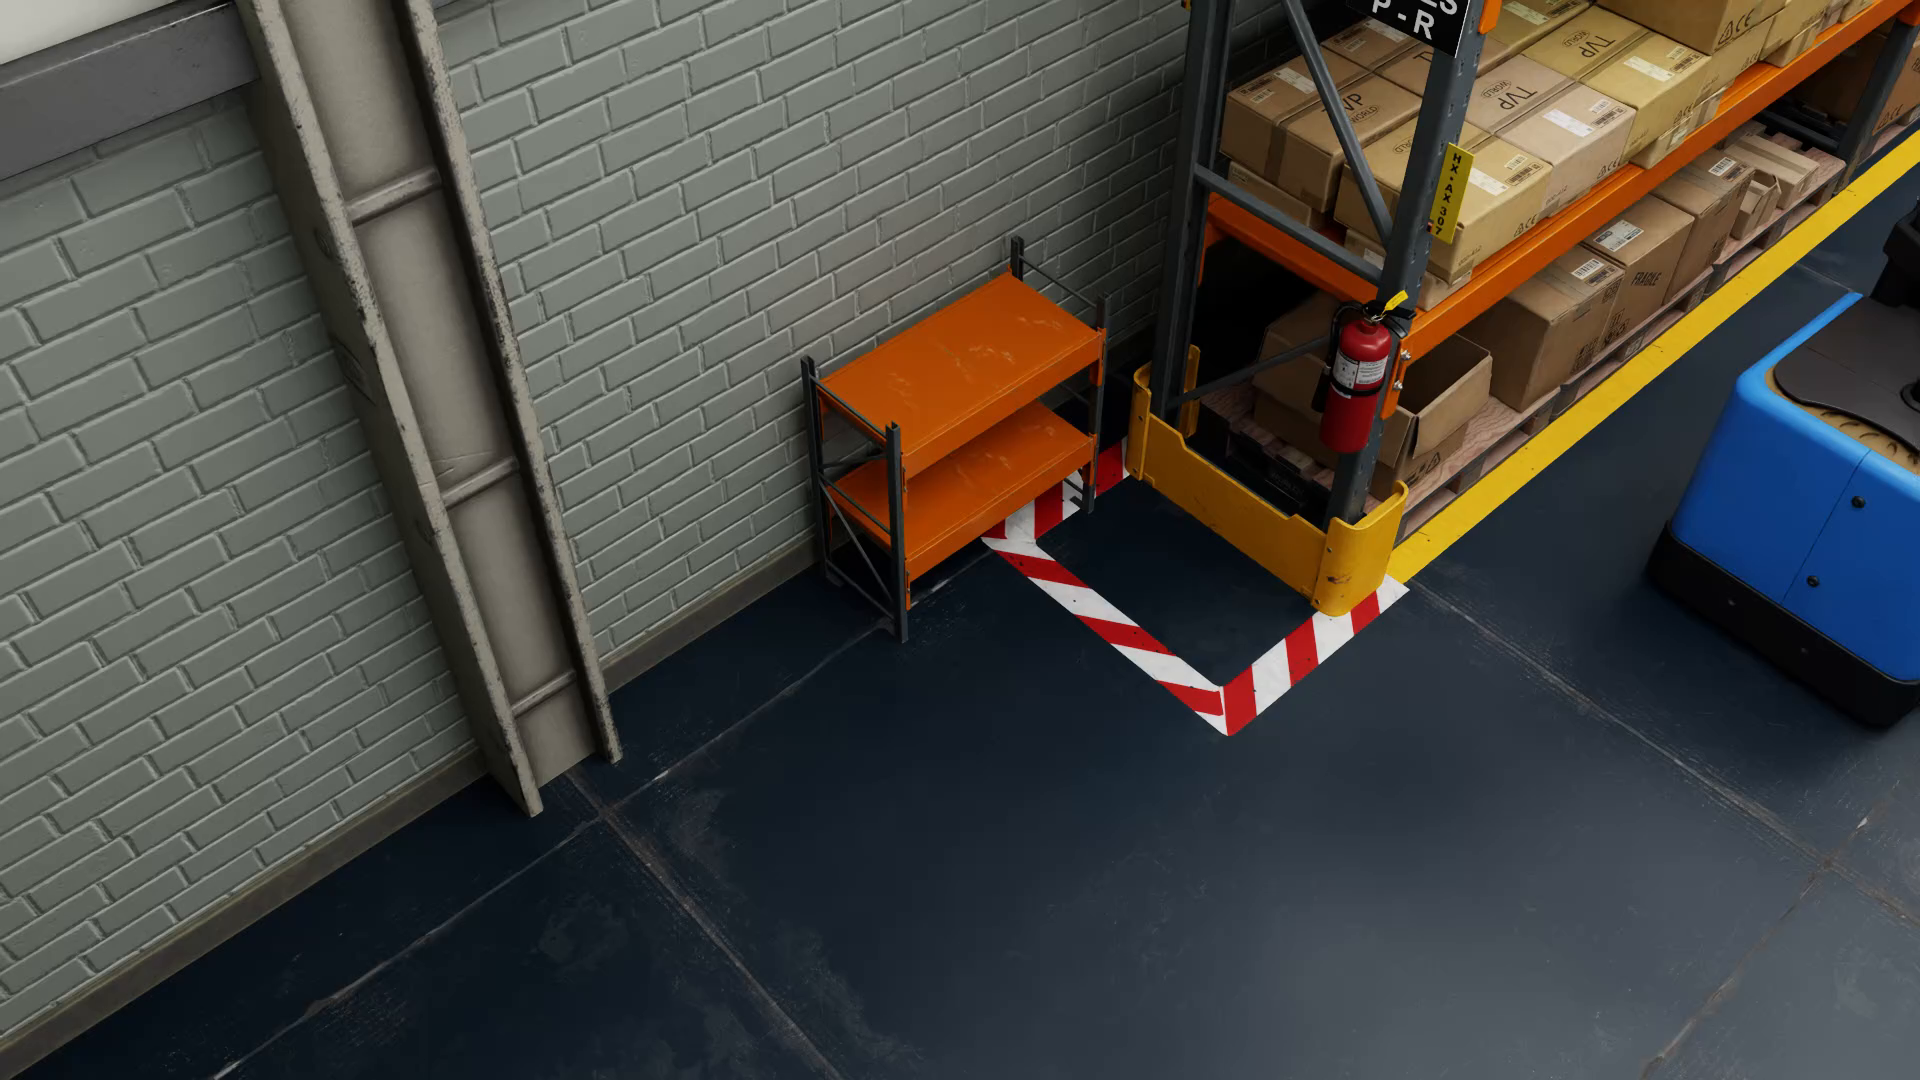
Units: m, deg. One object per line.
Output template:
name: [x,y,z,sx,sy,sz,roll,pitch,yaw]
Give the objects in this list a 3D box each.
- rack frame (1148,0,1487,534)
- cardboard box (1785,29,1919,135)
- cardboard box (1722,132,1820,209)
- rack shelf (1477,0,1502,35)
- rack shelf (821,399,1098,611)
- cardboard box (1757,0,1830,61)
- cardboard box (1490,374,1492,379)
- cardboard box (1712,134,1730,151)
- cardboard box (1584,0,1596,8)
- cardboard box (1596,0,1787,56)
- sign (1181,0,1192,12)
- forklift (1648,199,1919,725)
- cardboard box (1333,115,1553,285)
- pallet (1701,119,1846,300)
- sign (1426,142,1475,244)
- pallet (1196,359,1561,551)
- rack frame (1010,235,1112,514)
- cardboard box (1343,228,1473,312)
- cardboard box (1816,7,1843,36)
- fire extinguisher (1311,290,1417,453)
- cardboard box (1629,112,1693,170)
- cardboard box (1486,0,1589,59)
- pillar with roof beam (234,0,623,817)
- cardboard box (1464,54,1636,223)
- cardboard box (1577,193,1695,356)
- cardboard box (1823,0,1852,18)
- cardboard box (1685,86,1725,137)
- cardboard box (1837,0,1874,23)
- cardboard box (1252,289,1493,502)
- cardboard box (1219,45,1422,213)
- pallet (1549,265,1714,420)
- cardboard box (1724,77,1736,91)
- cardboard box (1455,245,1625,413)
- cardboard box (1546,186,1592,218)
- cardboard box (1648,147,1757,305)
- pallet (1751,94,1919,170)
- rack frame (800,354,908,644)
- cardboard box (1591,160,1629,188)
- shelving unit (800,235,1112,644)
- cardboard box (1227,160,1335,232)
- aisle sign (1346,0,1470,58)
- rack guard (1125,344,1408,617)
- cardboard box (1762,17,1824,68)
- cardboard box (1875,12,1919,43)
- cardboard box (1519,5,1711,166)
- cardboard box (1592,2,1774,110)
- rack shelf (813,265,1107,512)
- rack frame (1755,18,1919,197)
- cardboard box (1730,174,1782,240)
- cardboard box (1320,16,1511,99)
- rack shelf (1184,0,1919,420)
rack frame: [1.134,-1.063,5.690,0.127,3.000,1.000,-34,56,-27]
cardboard box: [4.603,-2.452,8.387,0.500,0.500,0.500,-31,55,-26]
cardboard box: [3.879,-1.781,8.006,0.250,0.149,0.380,-35,56,-28]
rack shelf: [2.614,-2.825,5.764,4.000,0.370,1.077,-34,56,-27]
rack shelf: [-0.004,-0.212,6.513,1.000,0.278,0.538,-34,56,-27]
cardboard box: [3.142,-2.211,6.649,0.500,0.250,0.500,-34,56,-27]
cardboard box: [1.991,-0.678,6.989,0.250,0.149,0.380,-36,57,-28]
cardboard box: [3.446,-2.073,8.165,0.500,0.311,0.500,-32,55,-26]
cardboard box: [2.435,-2.239,6.675,0.500,0.250,0.500,-34,56,-27]
cardboard box: [2.761,-2.187,6.116,0.500,0.500,0.500,-32,55,-26]
sign: [0.776,-1.874,5.436,0.005,0.325,0.100,-34,56,-27]
forklift: [4.163,-1.250,5.909,3.031,2.935,1.130,-32,55,-26]
cardboard box: [1.651,-1.191,5.707,0.500,0.250,0.500,-33,56,-27]
pallet: [3.585,-1.756,8.227,1.213,0.211,1.003,-34,56,-27]
sign: [1.499,-1.061,5.099,0.005,0.325,0.100,-34,56,-27]
pallet: [1.780,-0.549,7.113,1.213,0.211,1.003,-34,56,-27]
rack frame: [0.372,-0.630,6.566,0.032,1.125,0.500,-34,56,-27]
cardboard box: [1.562,-0.991,5.794,0.250,0.149,0.380,-34,56,-27]
cardboard box: [3.461,-2.263,6.968,0.250,0.149,0.380,-32,55,-26]
fire extinguisher: [1.336,-0.586,5.556,0.183,0.674,0.296,-34,56,-27]
cardboard box: [2.549,-1.601,6.357,0.250,0.149,0.380,-35,56,-28]
cardboard box: [2.048,-1.981,6.437,0.500,0.250,0.500,-32,55,-26]
pillar with roof beam: [1.429,0.087,0.547,0.400,9.000,9.100,-34,56,-27]
cardboard box: [2.024,-1.440,5.937,0.500,0.250,0.500,-33,55,-27]
cardboard box: [2.768,-1.217,7.247,0.500,0.500,0.500,-33,55,-27]
cardboard box: [3.520,-2.450,6.869,0.500,0.250,0.500,-34,56,-27]
cardboard box: [2.730,-1.742,6.487,0.250,0.149,0.380,-33,55,-26]
cardboard box: [3.674,-2.378,7.074,0.250,0.149,0.380,-32,55,-26]
cardboard box: [1.651,-0.609,6.684,0.637,0.503,0.797,-36,57,-28]
cardboard box: [1.296,-1.484,5.978,0.500,0.250,0.500,-32,55,-26]
pallet: [2.682,-1.149,7.667,1.213,0.211,1.003,-34,56,-27]
cardboard box: [2.874,-1.907,6.640,0.250,0.149,0.380,-34,56,-27]
cardboard box: [2.309,-1.010,7.056,0.500,0.500,0.700,-32,55,-26]
cardboard box: [2.118,-1.382,6.155,0.250,0.149,0.380,-32,55,-26]
cardboard box: [3.077,-1.523,7.529,0.500,0.500,0.700,-36,57,-28]
pallet: [4.670,-2.517,8.929,1.213,0.211,1.003,-34,56,-27]
rack frame: [-0.379,-0.126,6.101,0.032,1.125,0.500,-34,56,-27]
cardboard box: [2.311,-1.517,6.279,0.250,0.149,0.380,-33,55,-27]
shelving unit: [-0.004,-0.378,6.333,1.048,1.125,0.538,-34,56,-27]
cardboard box: [1.199,-1.287,6.068,0.250,0.149,0.380,-34,56,-28]
aisle sign: [1.281,-1.751,4.556,0.004,0.787,0.394,-34,56,-27]
rack guard: [1.190,-0.253,6.643,0.348,0.500,1.175,-34,56,-27]
cardboard box: [3.291,-2.122,6.838,0.250,0.149,0.380,-35,56,-28]
cardboard box: [4.538,-2.588,8.071,0.250,0.149,0.380,-31,55,-26]
cardboard box: [2.397,-1.692,6.170,0.500,0.250,0.500,-35,56,-28]
cardboard box: [2.761,-1.957,6.414,0.500,0.250,0.500,-35,56,-28]
rack shelf: [-0.004,-0.576,6.118,1.000,0.278,0.538,-34,56,-27]
rack frame: [4.094,-3.040,7.514,0.127,3.000,1.000,-34,56,-27]
cardboard box: [3.615,-1.644,7.801,0.258,0.266,0.396,-32,55,-26]
cardboard box: [1.678,-1.739,6.213,0.500,0.250,0.500,-34,56,-27]
rack shelf: [2.614,-1.808,6.866,4.000,0.370,1.077,-34,56,-27]
